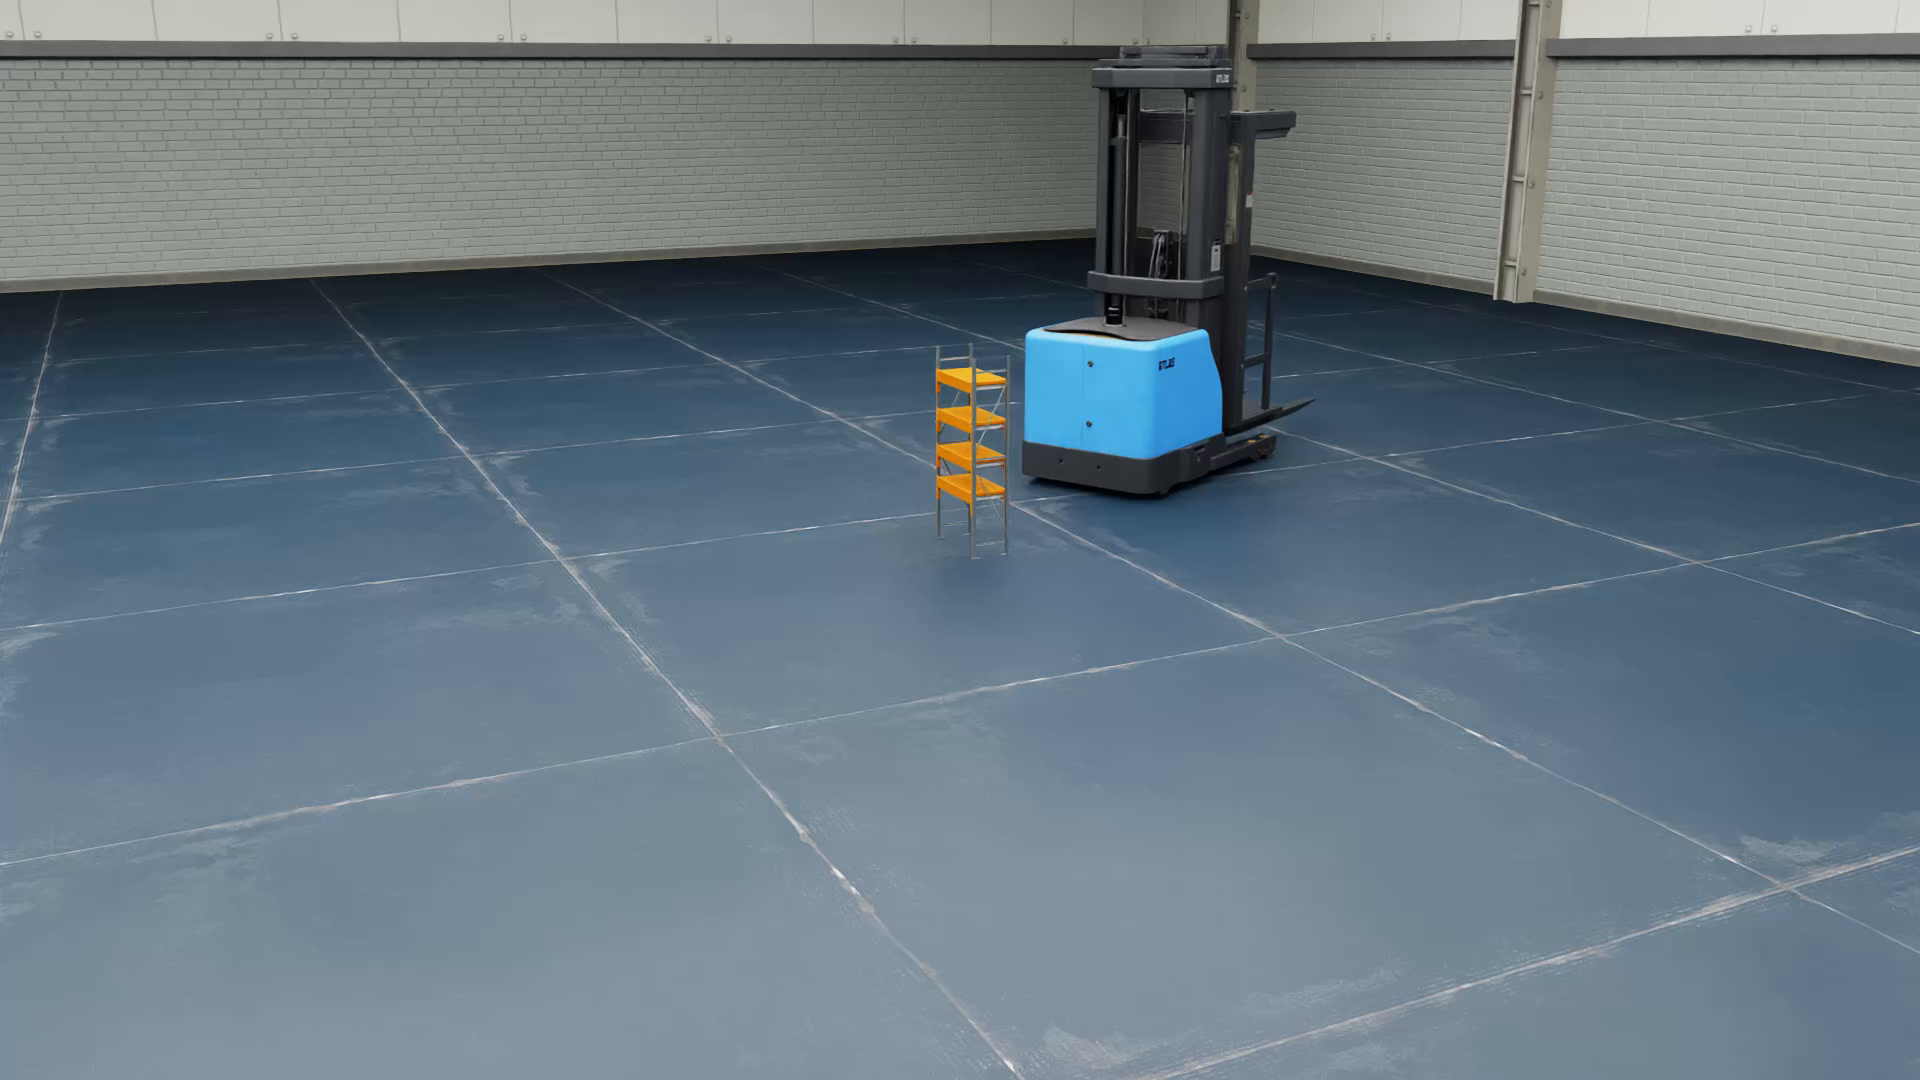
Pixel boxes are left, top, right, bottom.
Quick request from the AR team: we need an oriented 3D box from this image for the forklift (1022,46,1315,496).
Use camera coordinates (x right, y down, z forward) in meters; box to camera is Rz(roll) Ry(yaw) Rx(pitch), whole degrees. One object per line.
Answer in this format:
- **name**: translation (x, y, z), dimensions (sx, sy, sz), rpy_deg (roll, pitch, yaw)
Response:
- **forklift**: translation (1.707, -2.055, 12.097), dimensions (1.130, 2.935, 3.031), rpy_deg (11, 20, 34)

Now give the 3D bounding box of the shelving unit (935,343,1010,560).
- **shelving unit**: translation (0.073, -0.536, 9.942), dimensions (0.258, 1.200, 0.503), rpy_deg (-8, 18, -25)

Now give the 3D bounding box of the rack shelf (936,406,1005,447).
- **rack shelf**: translation (0.073, -0.686, 9.899), dimensions (0.258, 0.148, 0.480), rpy_deg (-8, 18, -25)

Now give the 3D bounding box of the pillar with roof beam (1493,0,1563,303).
- **pillar with roof beam**: translation (2.982, -6.771, 17.530), dimensions (9.100, 9.000, 0.400), rpy_deg (-8, 18, -25)

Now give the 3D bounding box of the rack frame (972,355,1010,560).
- **rack frame**: translation (0.179, -0.475, 9.731), dimensions (0.240, 1.200, 0.015), rpy_deg (-8, 18, -25)

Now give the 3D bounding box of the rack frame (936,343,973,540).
- **rack frame**: translation (-0.034, -0.596, 10.153), dimensions (0.240, 1.200, 0.015), rpy_deg (-8, 18, -25)

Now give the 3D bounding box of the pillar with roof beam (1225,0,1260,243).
- **pillar with roof beam**: translation (0.353, -8.258, 22.714), dimensions (9.100, 9.000, 0.400), rpy_deg (-8, 18, -25)

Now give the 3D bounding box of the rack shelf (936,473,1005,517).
- **rack shelf**: translation (0.073, -0.280, 10.015), dimensions (0.258, 0.148, 0.480), rpy_deg (-8, 18, -25)

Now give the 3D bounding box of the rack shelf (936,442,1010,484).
- **rack shelf**: translation (0.073, -0.471, 9.961), dimensions (0.258, 0.148, 0.480), rpy_deg (-8, 18, -25)

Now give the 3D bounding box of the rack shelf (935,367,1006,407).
- **rack shelf**: translation (0.073, -0.913, 9.834), dimensions (0.258, 0.148, 0.480), rpy_deg (-8, 18, -25)
